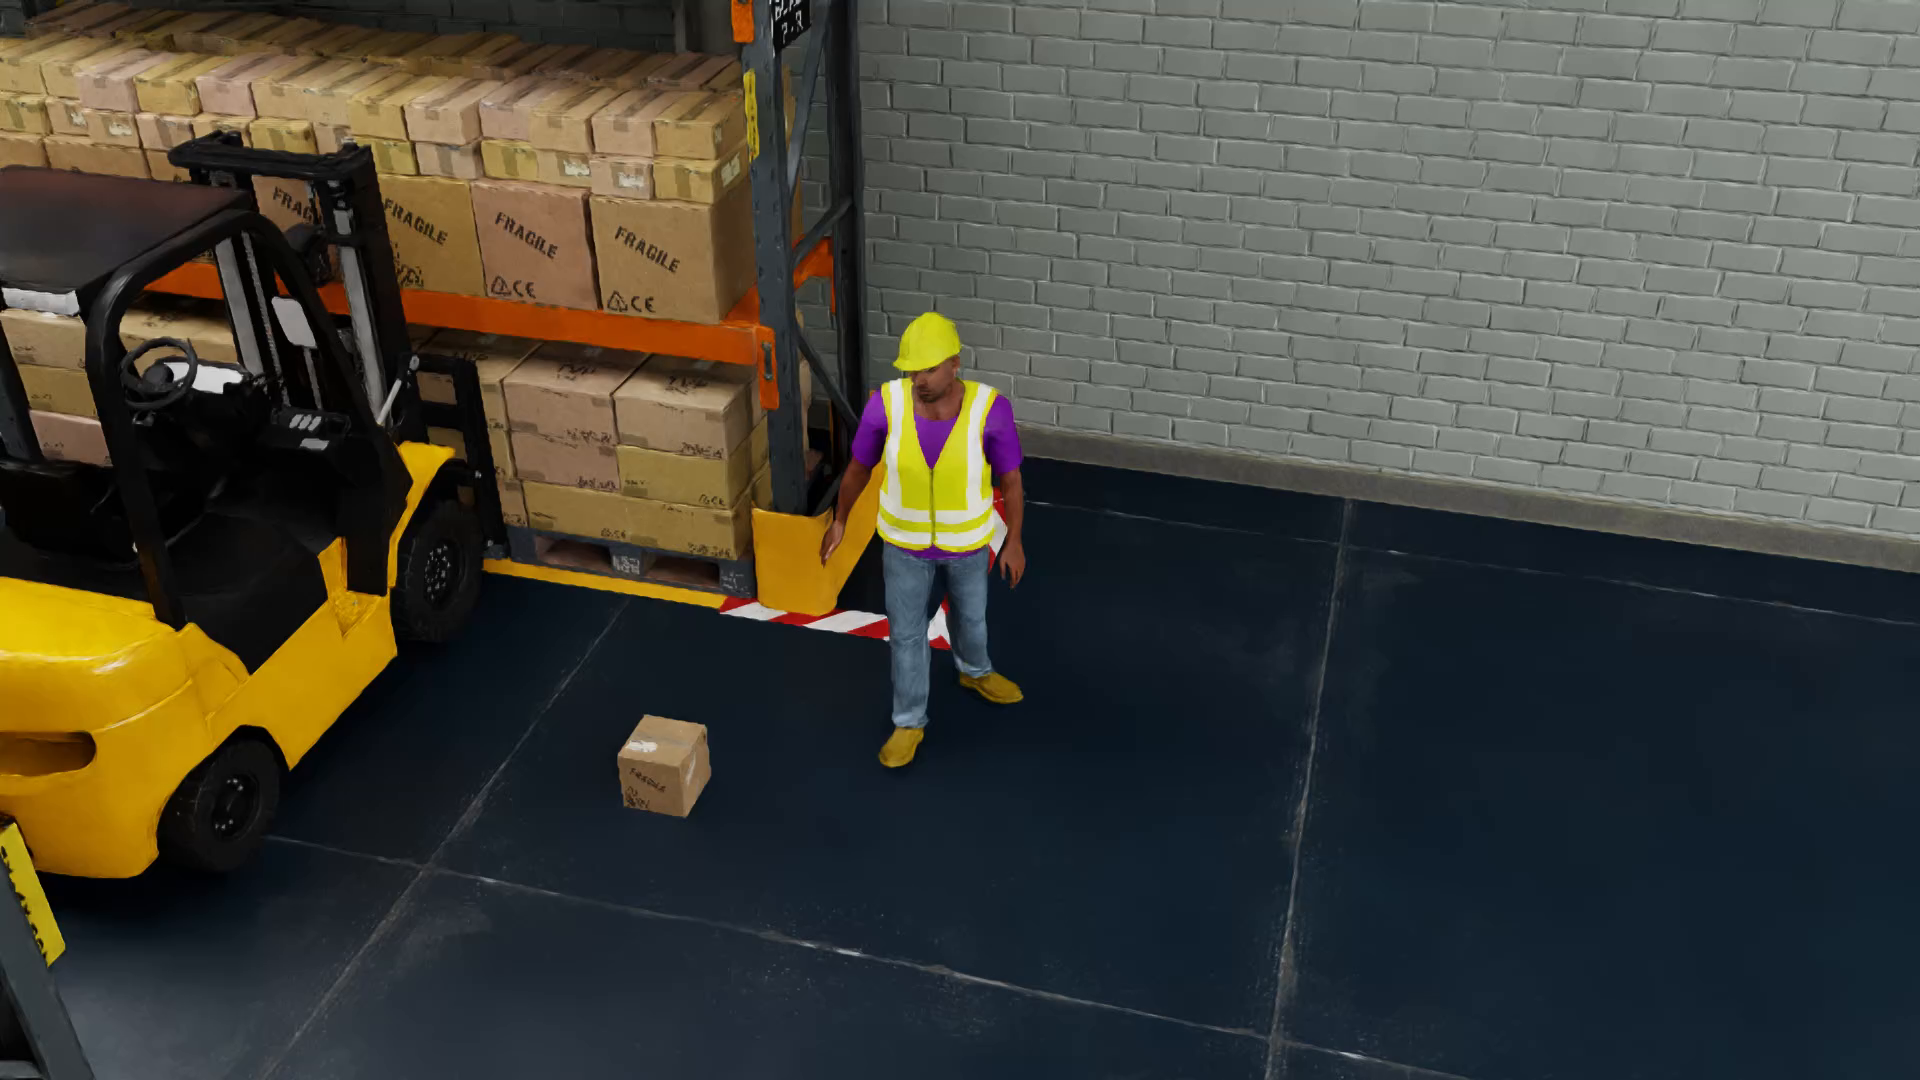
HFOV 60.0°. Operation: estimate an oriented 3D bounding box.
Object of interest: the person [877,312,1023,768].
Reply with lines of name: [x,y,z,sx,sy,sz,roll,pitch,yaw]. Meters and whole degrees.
person: [-0.029,-0.003,6.118,0.559,1.768,0.635,1,33,1]
